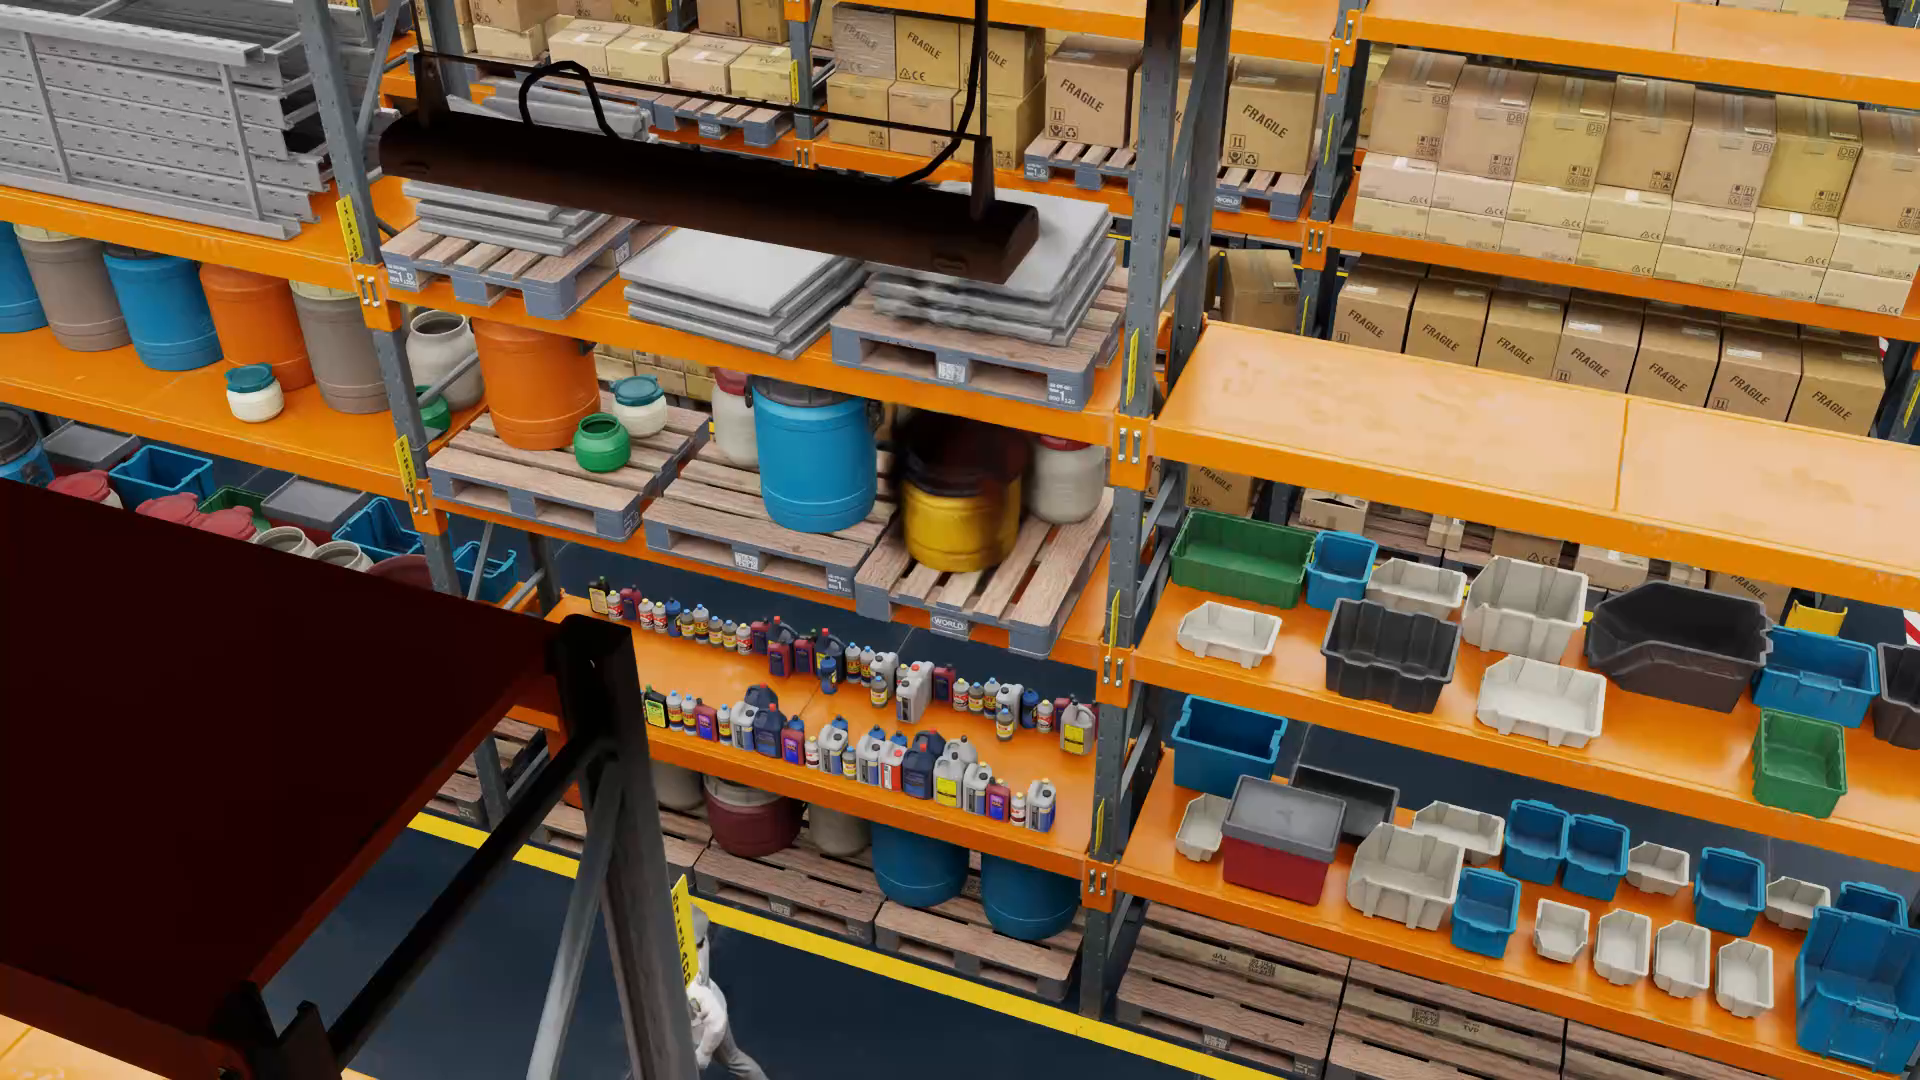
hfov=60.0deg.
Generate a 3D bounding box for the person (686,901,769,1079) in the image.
[{"bbox_3d":[-1.348,2.514,8.575,0.830,1.747,0.584,5,37,7],"label":"person"}]
